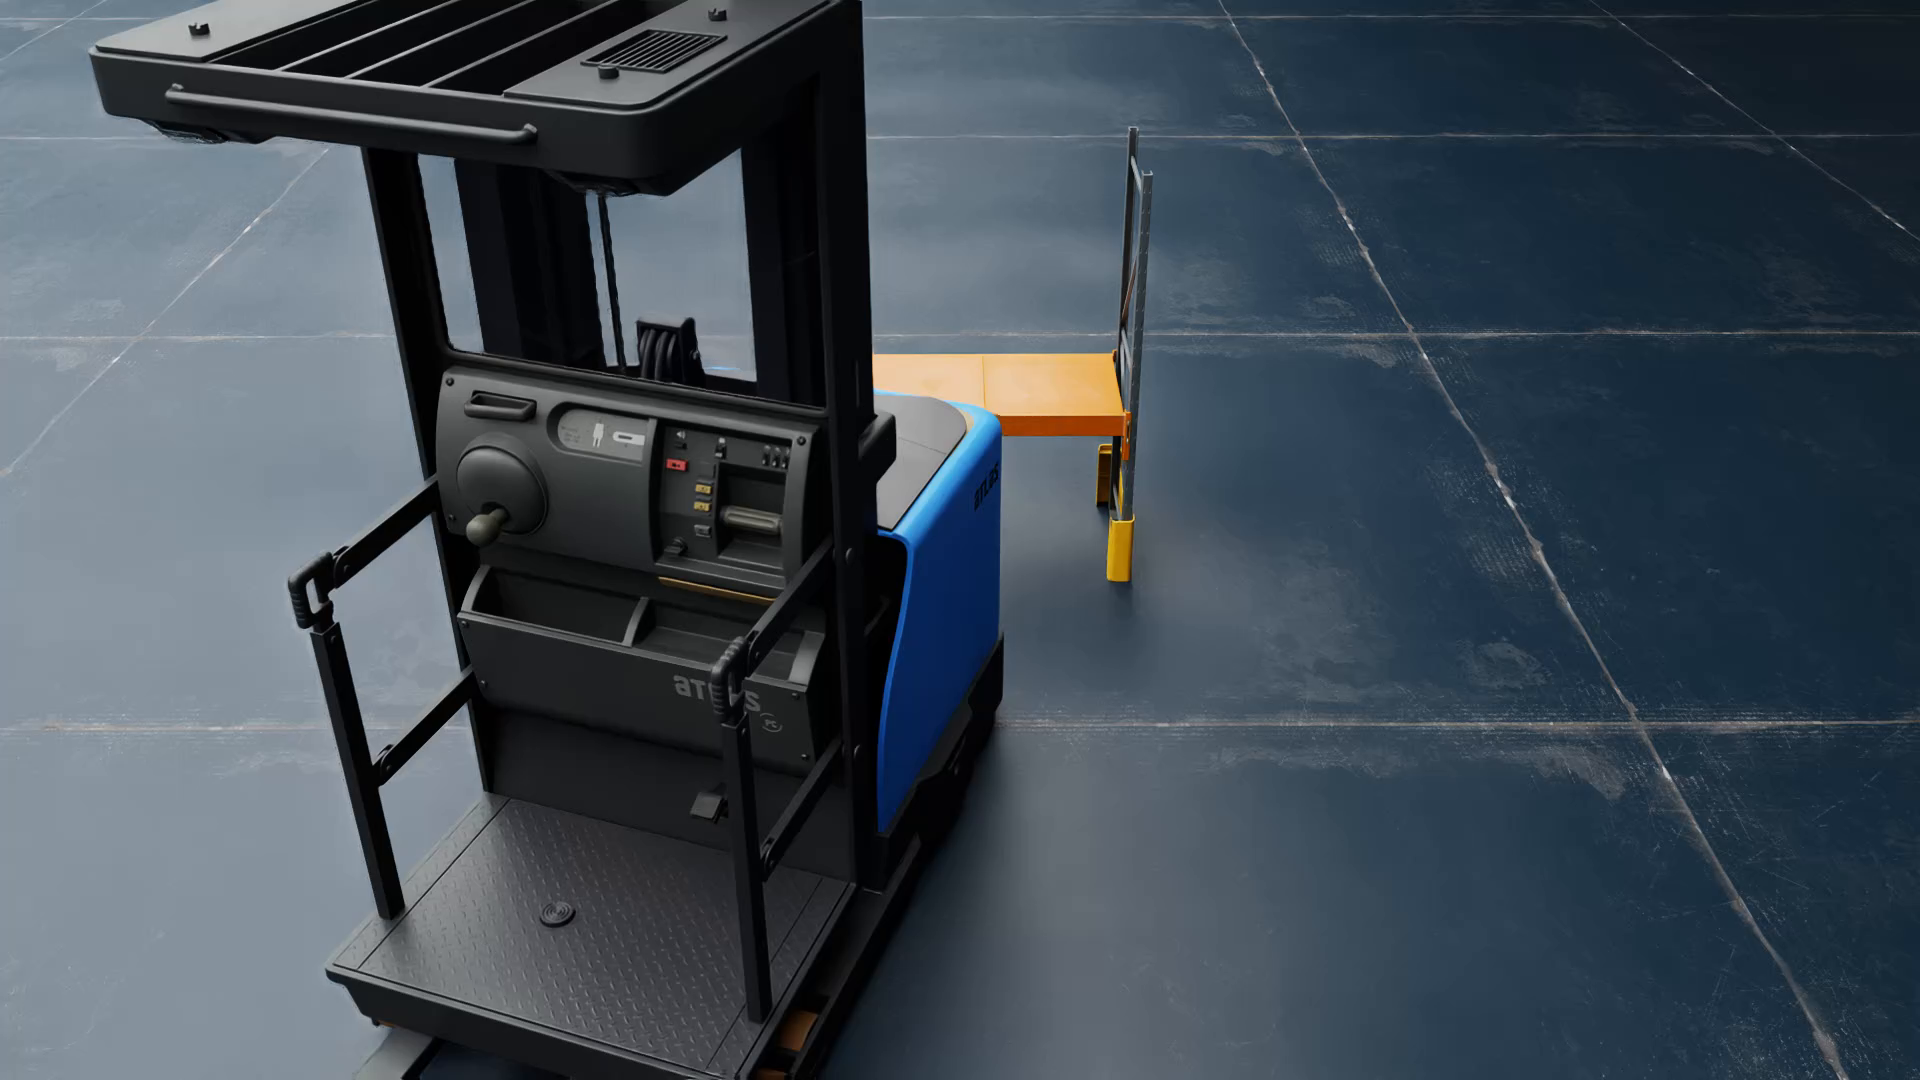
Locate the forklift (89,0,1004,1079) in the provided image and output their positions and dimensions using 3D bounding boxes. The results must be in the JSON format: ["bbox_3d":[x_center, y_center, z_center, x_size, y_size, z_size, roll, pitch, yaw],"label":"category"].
[{"bbox_3d":[-0.833,-0.082,3.560,1.130,2.935,3.031,10,33,16],"label":"forklift"}]

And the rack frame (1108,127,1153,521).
[{"bbox_3d":[0.594,-0.643,5.864,0.032,1.500,0.500,0,31,0],"label":"rack frame"}]

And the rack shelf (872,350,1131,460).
[{"bbox_3d":[0.085,-0.488,5.955,1.000,0.185,0.538,0,31,0],"label":"rack shelf"}]

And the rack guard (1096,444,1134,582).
[{"bbox_3d":[0.574,-0.109,6.188,0.087,0.250,0.587,0,31,0],"label":"rack guard"}]

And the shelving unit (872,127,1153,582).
[{"bbox_3d":[0.076,-0.641,5.861,1.083,1.500,0.587,0,31,0],"label":"shelving unit"}]
